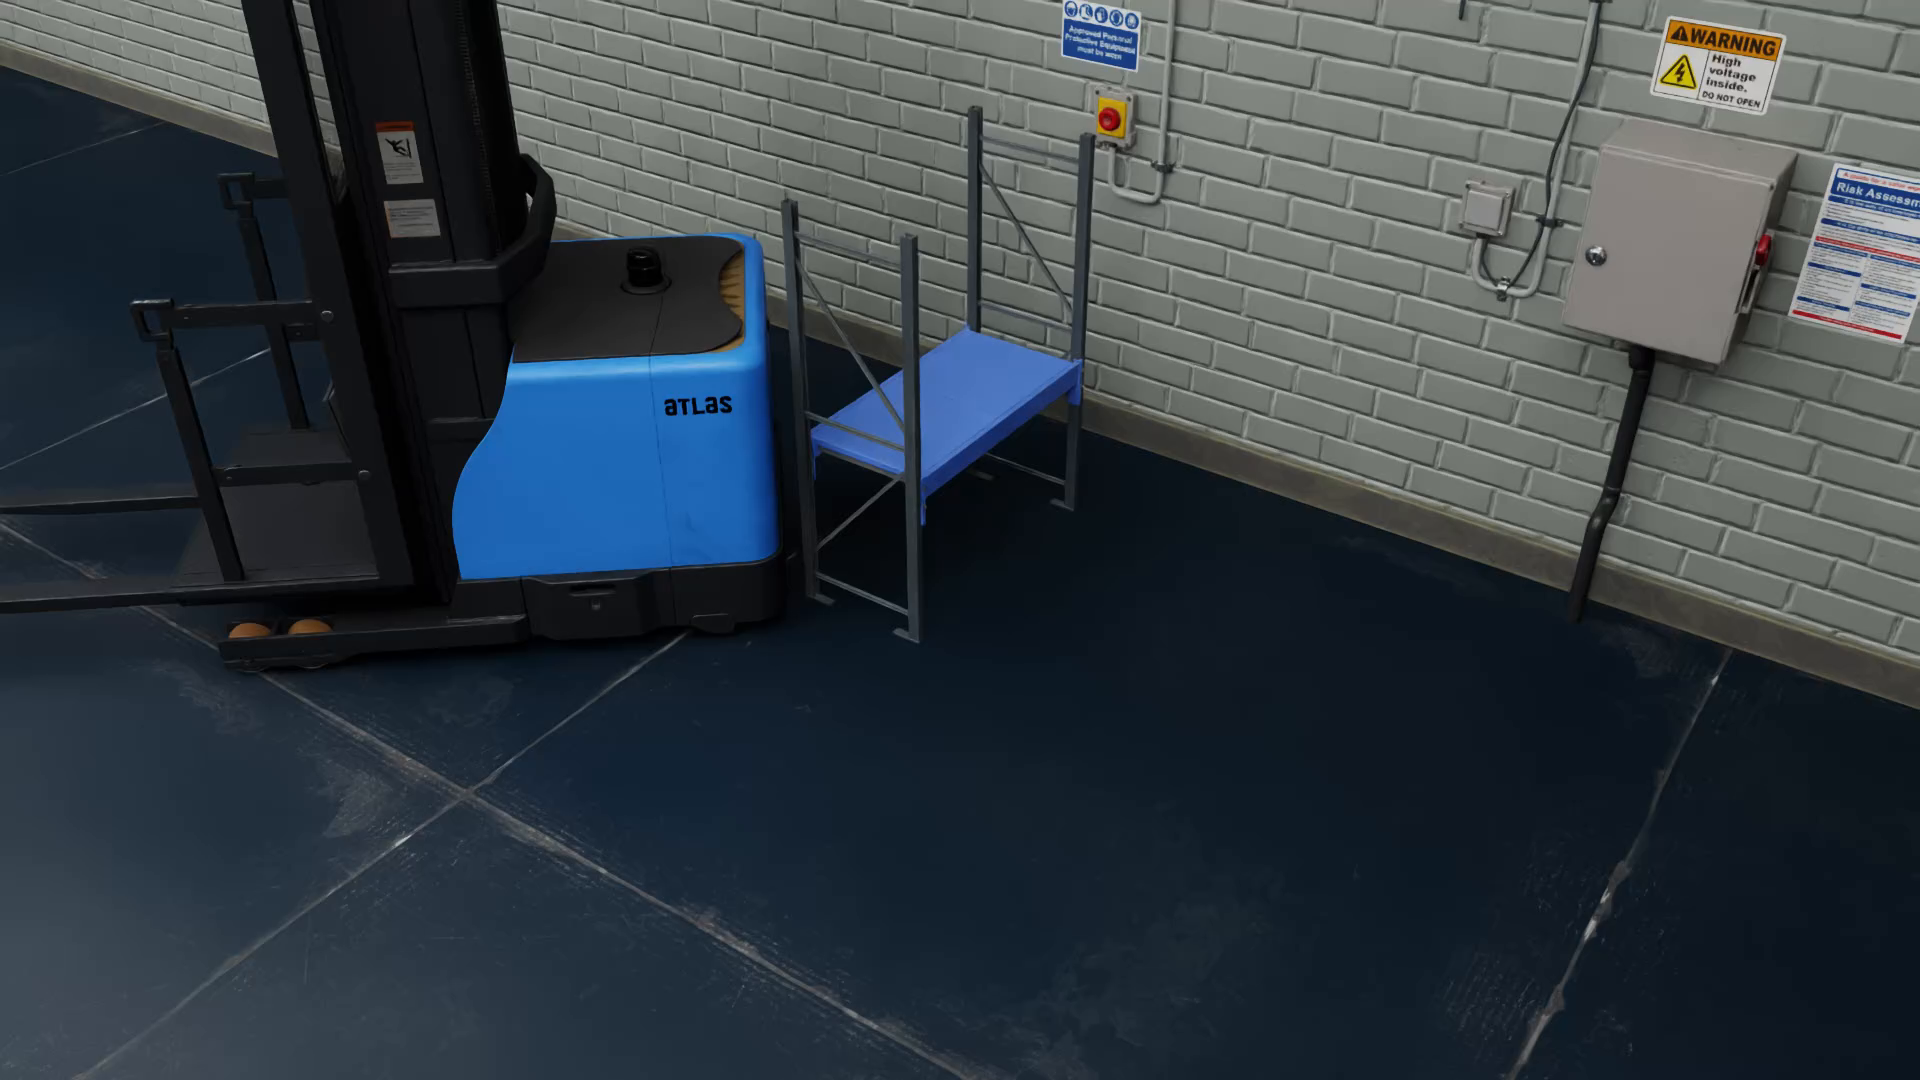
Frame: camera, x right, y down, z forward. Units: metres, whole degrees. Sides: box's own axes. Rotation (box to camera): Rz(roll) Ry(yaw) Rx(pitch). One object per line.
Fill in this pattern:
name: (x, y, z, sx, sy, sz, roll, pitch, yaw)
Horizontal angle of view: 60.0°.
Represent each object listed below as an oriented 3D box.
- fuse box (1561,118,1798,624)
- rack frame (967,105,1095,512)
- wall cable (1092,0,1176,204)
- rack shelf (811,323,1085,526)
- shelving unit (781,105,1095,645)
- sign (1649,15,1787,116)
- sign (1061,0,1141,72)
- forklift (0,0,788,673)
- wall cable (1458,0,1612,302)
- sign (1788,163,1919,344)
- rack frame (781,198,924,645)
fuse box: (2.158, -0.411, 5.330, 0.539, 1.711, 0.414, 21, 39, 28)
rack frame: (0.241, -0.816, 6.118, 0.500, 1.500, 0.032, 21, 39, 28)
wall cable: (0.515, -2.116, 5.767, 0.585, 1.953, 0.123, 21, 39, 28)
rack shelf: (-0.049, -0.433, 5.873, 0.538, 0.185, 1.000, 21, 39, 28)
shelving unit: (-0.049, -0.582, 5.772, 0.538, 1.500, 1.048, 21, 39, 28)
sign: (2.230, -1.399, 4.904, 0.339, 0.242, 0.001, 21, 39, 28)
sign: (0.510, -1.838, 6.049, 0.327, 0.218, 0.001, 21, 39, 28)
forklift: (-2.154, -1.081, 5.232, 3.031, 2.935, 1.130, -4, 34, -5)
wall cable: (1.687, -1.656, 5.114, 0.588, 1.984, 0.122, 21, 39, 28)
sign: (2.681, -0.842, 4.903, 0.329, 0.494, 0.001, 21, 39, 28)
rack frame: (-0.338, -0.348, 5.426, 0.500, 1.500, 0.032, 21, 39, 28)
